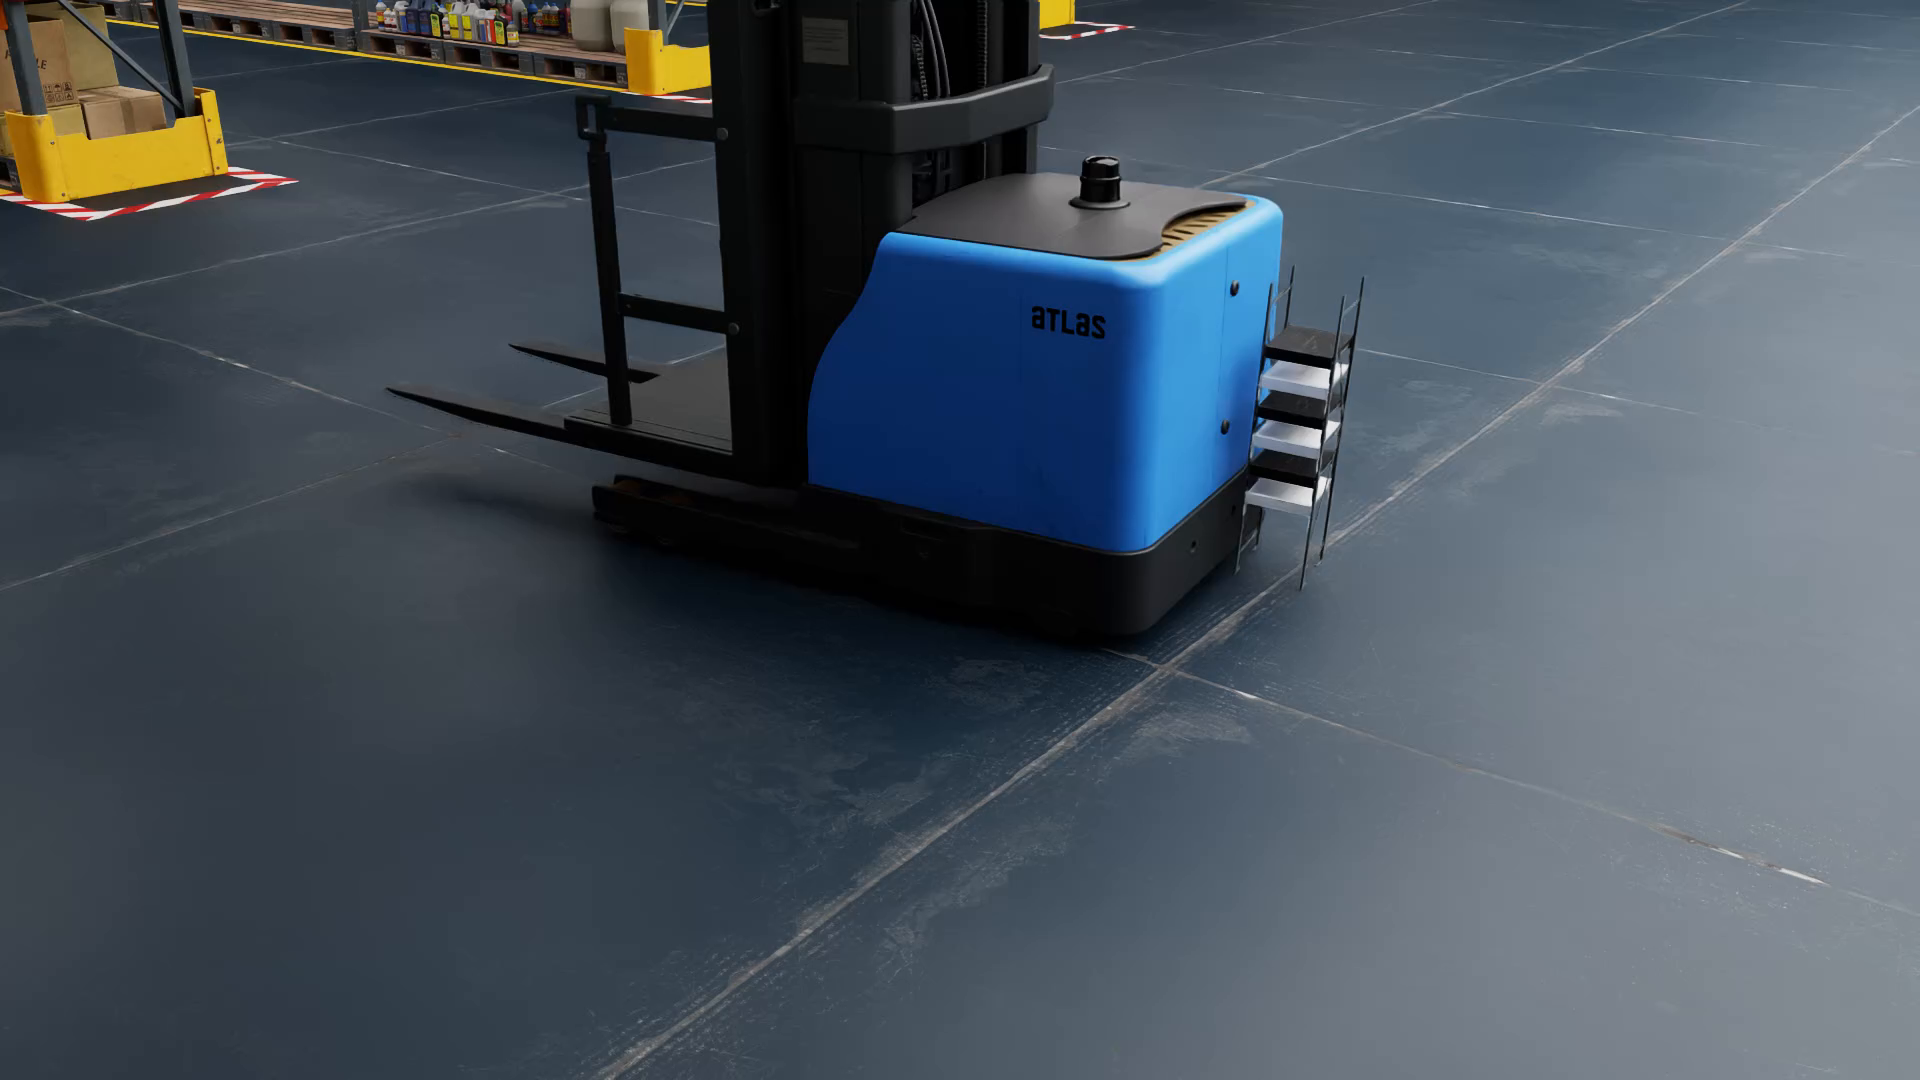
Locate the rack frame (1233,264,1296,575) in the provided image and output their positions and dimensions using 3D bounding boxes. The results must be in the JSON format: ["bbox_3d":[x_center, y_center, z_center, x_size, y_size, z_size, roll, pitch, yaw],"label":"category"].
[{"bbox_3d":[0.896,-0.346,4.896,0.006,0.900,0.240,14,27,23],"label":"rack frame"}]

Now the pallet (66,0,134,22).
[{"bbox_3d":[-9.202,-5.997,18.600,1.213,0.211,1.003,17,29,33],"label":"pallet"}]

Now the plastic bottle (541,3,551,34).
[{"bbox_3d":[-3.762,-4.760,15.172,0.097,0.271,0.097,0,24,0],"label":"plastic bottle"}]

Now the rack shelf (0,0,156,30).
[{"bbox_3d":[-6.718,-3.719,10.862,4.000,0.370,1.077,17,29,33],"label":"rack shelf"}]

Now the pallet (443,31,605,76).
[{"bbox_3d":[-3.852,-4.382,14.934,1.213,0.211,1.003,17,29,33],"label":"pallet"}]

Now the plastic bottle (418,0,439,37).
[{"bbox_3d":[-4.797,-4.743,15.035,0.185,0.351,0.144,15,28,31],"label":"plastic bottle"}]

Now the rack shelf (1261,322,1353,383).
[{"bbox_3d":[0.997,-0.538,4.757,0.200,0.077,0.258,14,27,23],"label":"rack shelf"}]

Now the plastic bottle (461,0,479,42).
[{"bbox_3d":[-4.308,-4.596,14.700,0.185,0.351,0.144,18,30,35],"label":"plastic bottle"}]

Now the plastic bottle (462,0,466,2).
[{"bbox_3d":[-4.657,-5.055,15.743,0.185,0.351,0.144,16,28,32],"label":"plastic bottle"}]

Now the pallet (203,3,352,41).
[{"bbox_3d":[-6.977,-5.325,17.074,1.213,0.211,1.003,17,29,33],"label":"pallet"}]

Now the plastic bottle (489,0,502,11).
[{"bbox_3d":[-4.286,-4.861,15.385,0.133,0.283,0.061,17,29,33],"label":"plastic bottle"}]

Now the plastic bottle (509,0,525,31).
[{"bbox_3d":[-4.117,-4.856,15.383,0.135,0.276,0.152,17,29,34],"label":"plastic bottle"}]

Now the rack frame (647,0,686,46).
[{"bbox_3d":[-2.144,-5.162,13.245,0.127,3.000,1.000,17,29,33],"label":"rack frame"}]

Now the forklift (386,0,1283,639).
[{"bbox_3d":[-0.575,-1.492,5.001,3.031,2.935,1.130,13,27,27],"label":"forklift"}]

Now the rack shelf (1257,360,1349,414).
[{"bbox_3d":[0.993,-0.456,4.795,0.200,0.077,0.258,14,27,23],"label":"rack shelf"}]

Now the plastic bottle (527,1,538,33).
[{"bbox_3d":[-3.924,-4.809,15.284,0.097,0.271,0.097,0,24,0],"label":"plastic bottle"}]

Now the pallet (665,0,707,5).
[{"bbox_3d":[-2.998,-6.639,20.055,1.213,0.211,1.003,17,29,33],"label":"pallet"}]

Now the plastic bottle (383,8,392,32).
[{"bbox_3d":[-5.272,-4.807,15.364,0.097,0.201,0.097,0,24,0],"label":"plastic bottle"}]

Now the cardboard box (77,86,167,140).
[{"bbox_3d":[-5.414,-2.700,10.546,0.500,0.250,0.500,17,29,33],"label":"cardboard box"}]

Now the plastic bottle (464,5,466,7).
[{"bbox_3d":[-4.388,-4.660,14.939,0.135,0.276,0.152,17,29,33],"label":"plastic bottle"}]

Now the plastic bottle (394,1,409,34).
[{"bbox_3d":[-5.078,-4.796,15.247,0.135,0.276,0.152,18,30,35],"label":"plastic bottle"}]

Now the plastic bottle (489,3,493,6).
[{"bbox_3d":[-4.348,-4.952,15.592,0.133,0.283,0.061,19,30,37],"label":"plastic bottle"}]

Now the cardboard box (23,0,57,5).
[{"bbox_3d":[-6.223,-3.280,10.933,0.500,0.500,0.500,17,29,33],"label":"cardboard box"}]

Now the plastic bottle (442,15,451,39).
[{"bbox_3d":[-4.584,-4.599,14.893,0.097,0.201,0.097,0,24,0],"label":"plastic bottle"}]

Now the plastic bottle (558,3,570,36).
[{"bbox_3d":[-3.578,-4.720,15.064,0.133,0.283,0.061,17,29,34],"label":"plastic bottle"}]

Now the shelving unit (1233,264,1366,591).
[{"bbox_3d":[0.987,-0.324,4.857,0.210,0.900,0.258,14,27,23],"label":"shelving unit"}]

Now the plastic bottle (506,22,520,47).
[{"bbox_3d":[-3.877,-4.385,14.407,0.097,0.201,0.097,0,24,0],"label":"plastic bottle"}]

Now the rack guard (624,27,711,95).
[{"bbox_3d":[-2.233,-4.021,13.756,0.348,0.500,1.175,17,29,33],"label":"rack guard"}]

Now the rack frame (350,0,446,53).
[{"bbox_3d":[-5.345,-6.129,15.440,0.127,3.000,1.000,17,29,33],"label":"rack frame"}]

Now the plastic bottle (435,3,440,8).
[{"bbox_3d":[-4.759,-4.757,15.163,0.097,0.271,0.097,0,24,0],"label":"plastic bottle"}]

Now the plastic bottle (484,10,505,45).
[{"bbox_3d":[-4.062,-4.489,14.550,0.135,0.276,0.152,17,29,34],"label":"plastic bottle"}]

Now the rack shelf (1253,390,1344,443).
[{"bbox_3d":[0.990,-0.375,4.833,0.200,0.077,0.258,14,27,23],"label":"rack shelf"}]

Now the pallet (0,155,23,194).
[{"bbox_3d":[-5.755,-2.460,10.571,1.213,0.211,1.003,17,29,33],"label":"pallet"}]

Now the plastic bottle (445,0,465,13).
[{"bbox_3d":[-4.743,-5.009,15.637,0.185,0.351,0.144,17,29,33],"label":"plastic bottle"}]

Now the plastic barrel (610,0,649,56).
[{"bbox_3d":[-2.717,-4.350,13.967,0.421,0.512,0.421,0,24,0],"label":"plastic barrel"}]

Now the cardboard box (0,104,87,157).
[{"bbox_3d":[-5.724,-2.533,10.167,0.500,0.250,0.500,17,29,33],"label":"cardboard box"}]
